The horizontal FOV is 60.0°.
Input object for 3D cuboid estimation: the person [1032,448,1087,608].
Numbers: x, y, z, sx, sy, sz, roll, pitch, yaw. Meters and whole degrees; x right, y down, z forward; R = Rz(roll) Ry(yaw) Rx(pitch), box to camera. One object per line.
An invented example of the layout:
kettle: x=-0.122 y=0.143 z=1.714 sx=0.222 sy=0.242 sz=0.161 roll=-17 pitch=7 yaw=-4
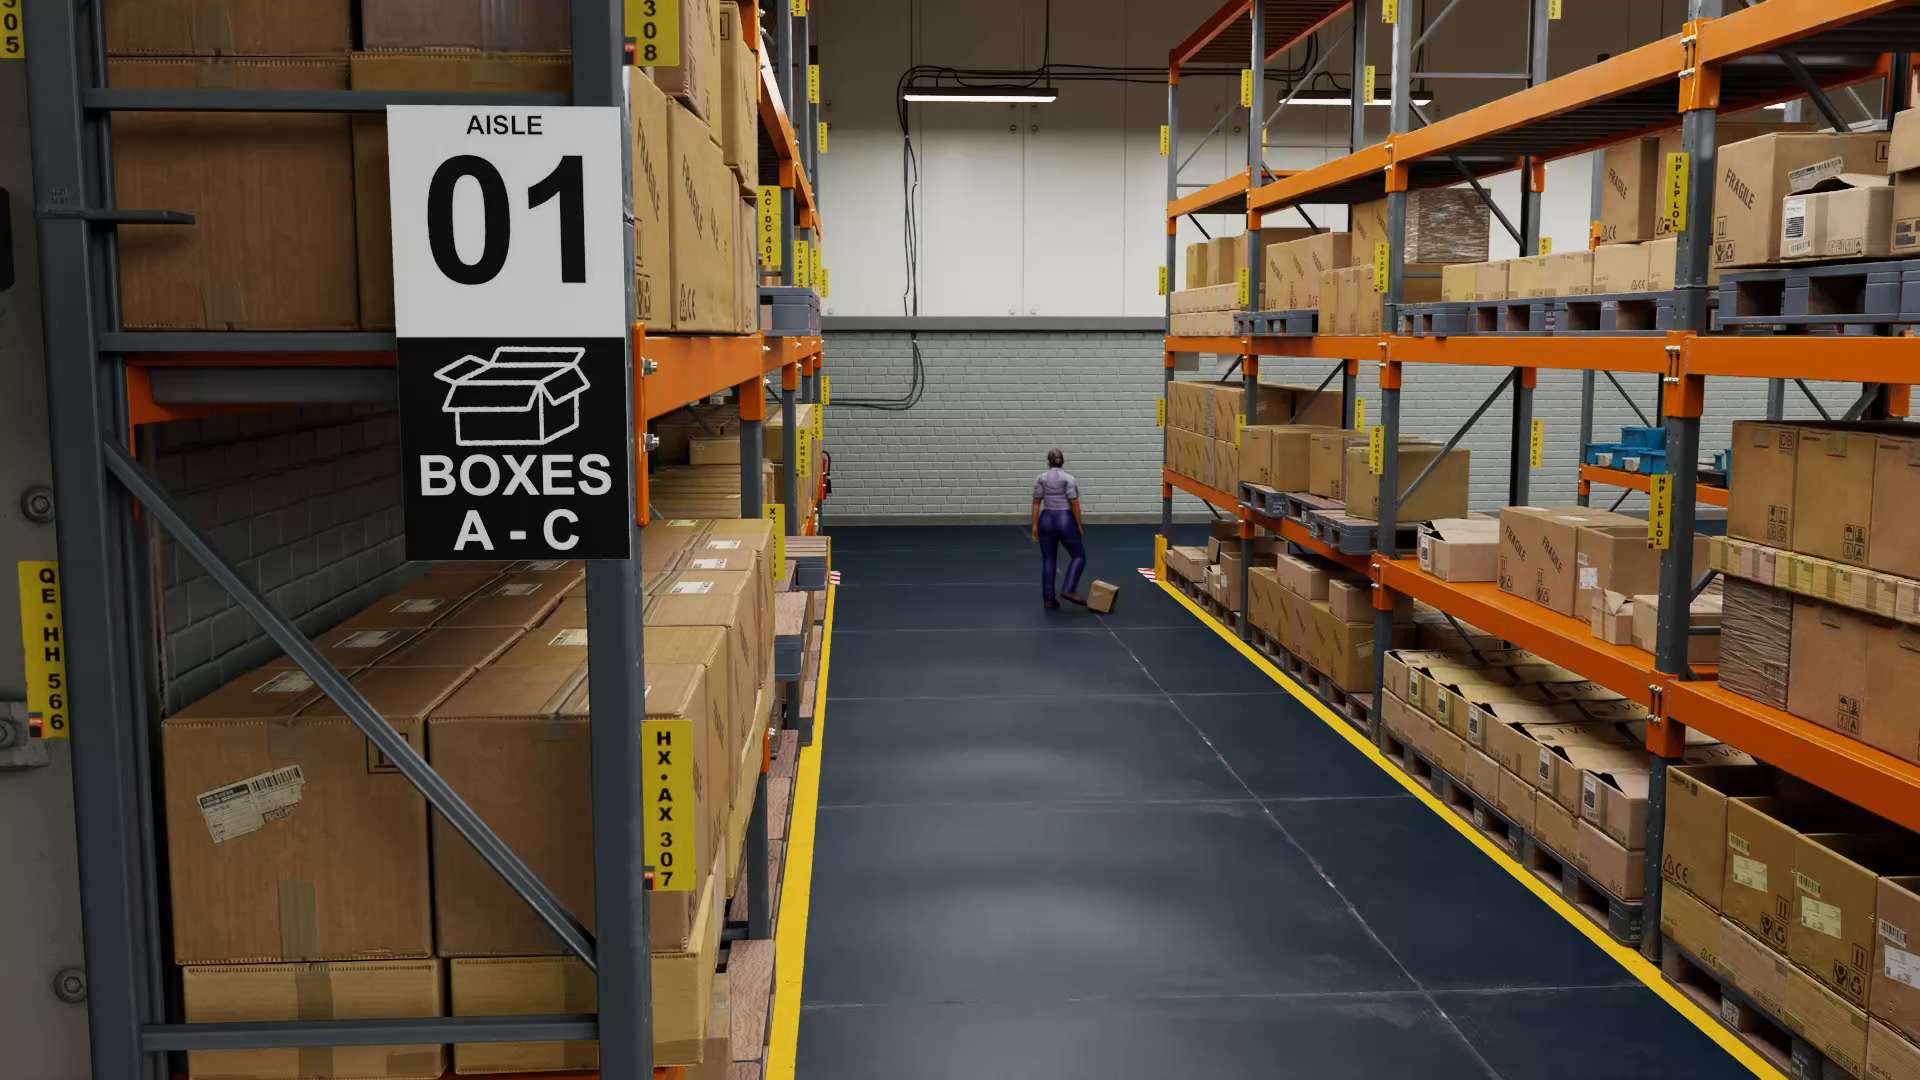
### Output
person: x=1.038 y=-0.118 z=17.137 sx=0.650 sy=1.641 sz=0.449 roll=3 pitch=8 yaw=25
